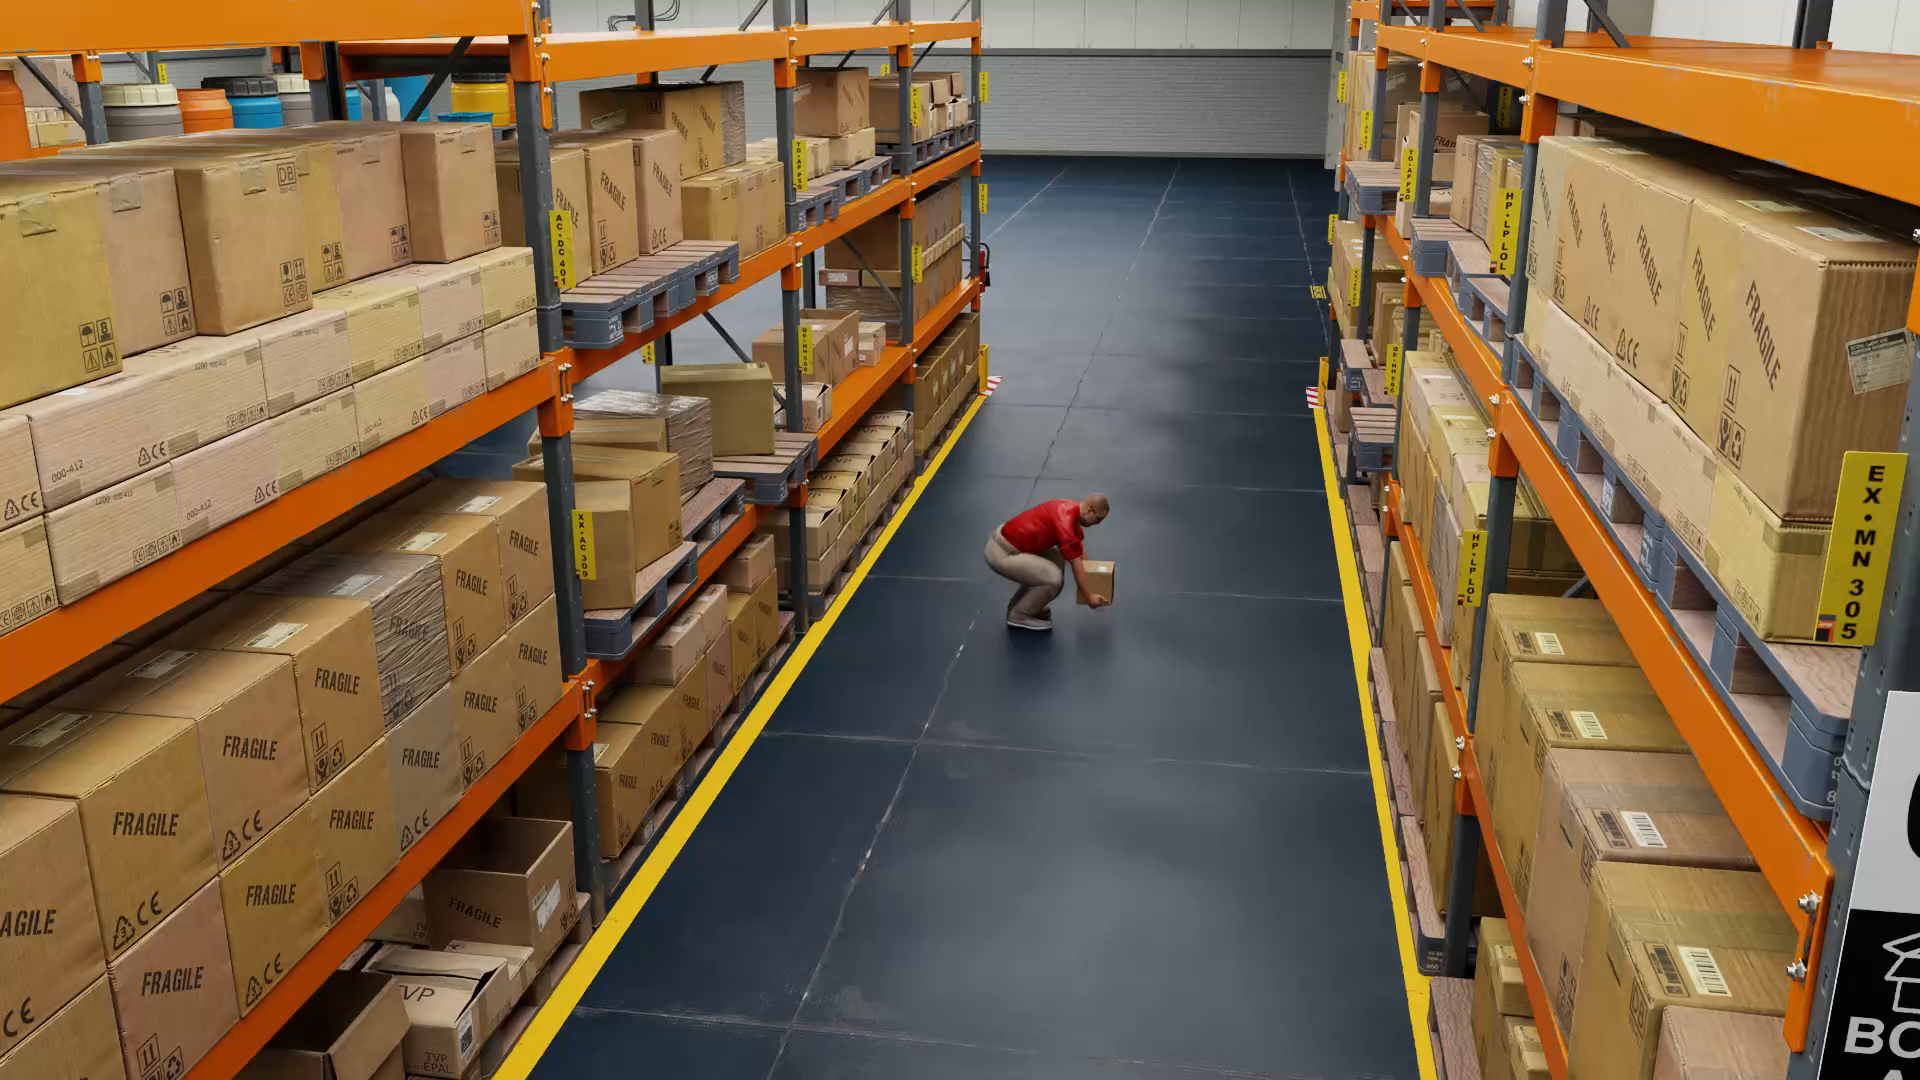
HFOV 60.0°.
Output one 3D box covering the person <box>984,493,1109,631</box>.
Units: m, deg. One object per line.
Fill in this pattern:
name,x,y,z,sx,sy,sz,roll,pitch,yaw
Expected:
person,0.628,0.137,11.906,0.905,0.974,0.524,2,18,7
